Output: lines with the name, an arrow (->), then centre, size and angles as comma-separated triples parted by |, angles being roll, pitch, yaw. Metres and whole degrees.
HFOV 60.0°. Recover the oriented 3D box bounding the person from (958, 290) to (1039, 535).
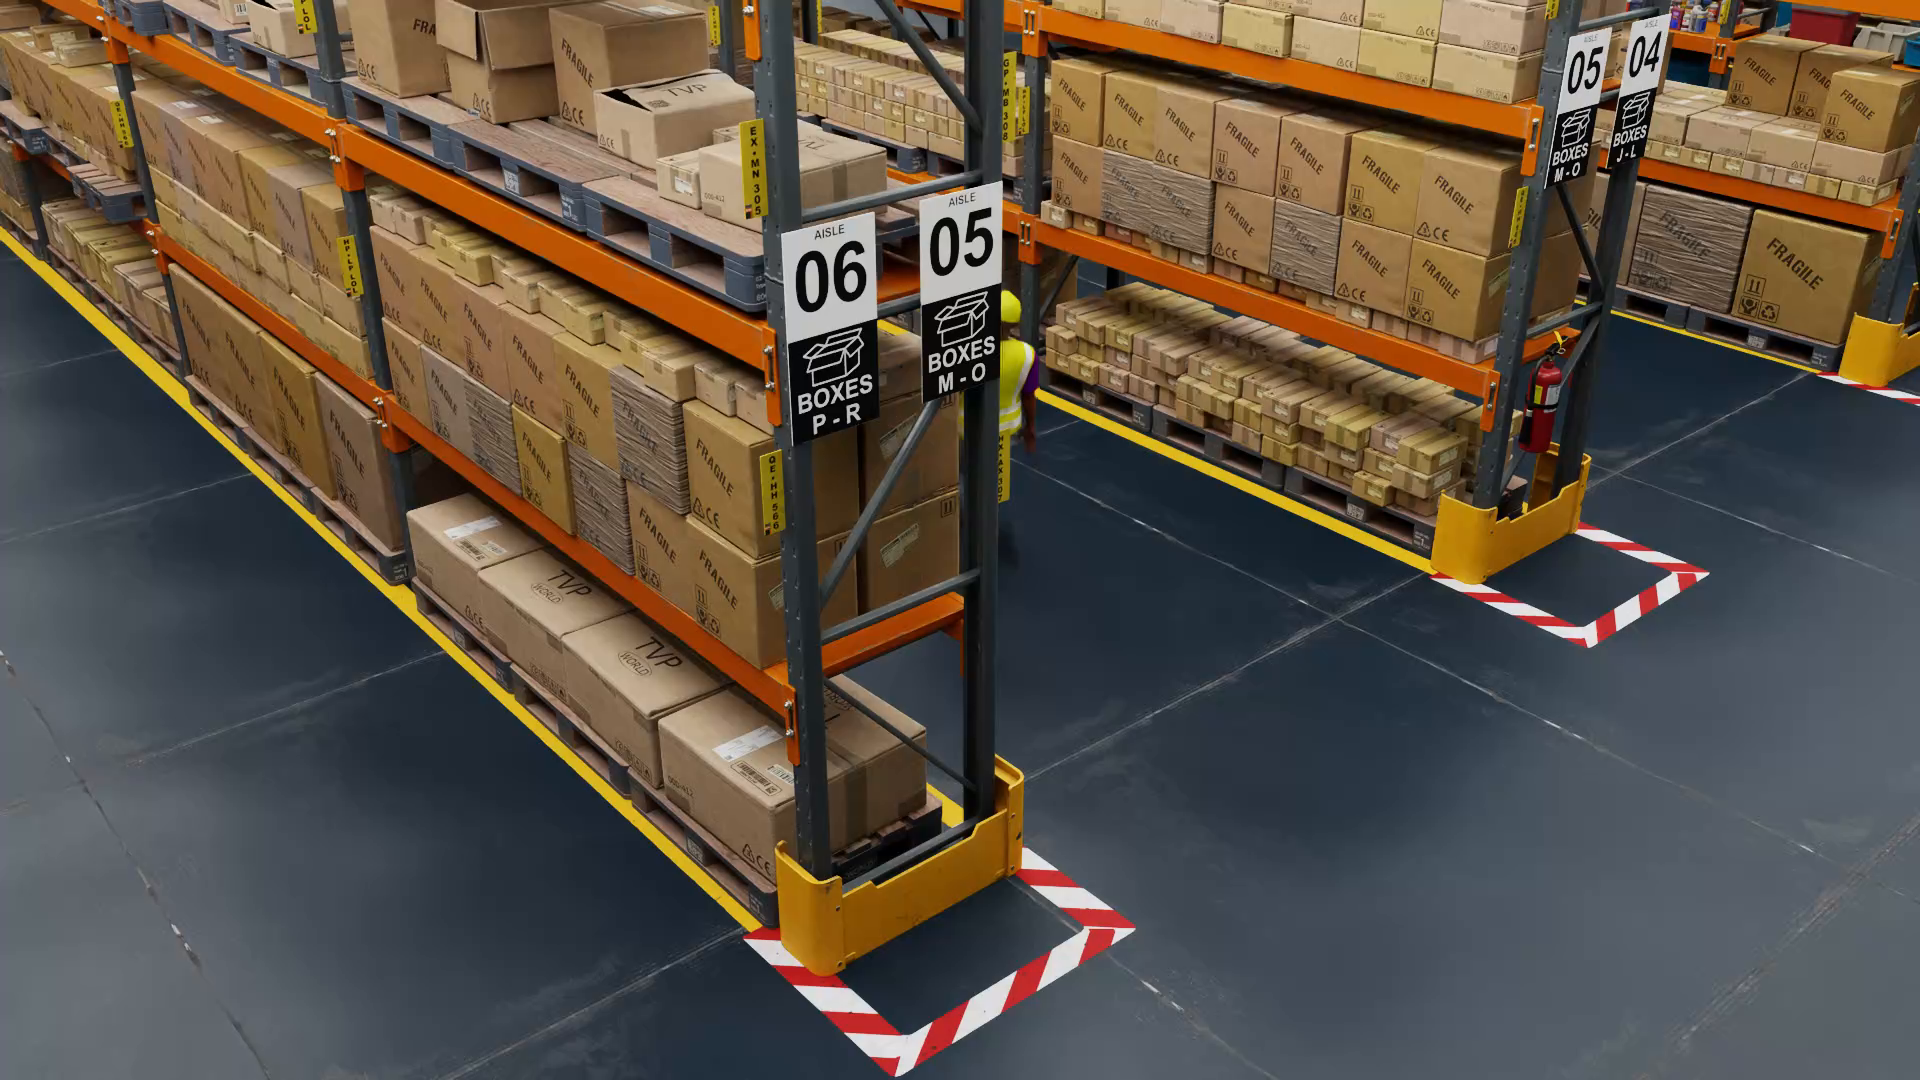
person -> 0.119, -0.746, 10.069 | 0.641, 1.701, 0.837 | -10, 30, -18
